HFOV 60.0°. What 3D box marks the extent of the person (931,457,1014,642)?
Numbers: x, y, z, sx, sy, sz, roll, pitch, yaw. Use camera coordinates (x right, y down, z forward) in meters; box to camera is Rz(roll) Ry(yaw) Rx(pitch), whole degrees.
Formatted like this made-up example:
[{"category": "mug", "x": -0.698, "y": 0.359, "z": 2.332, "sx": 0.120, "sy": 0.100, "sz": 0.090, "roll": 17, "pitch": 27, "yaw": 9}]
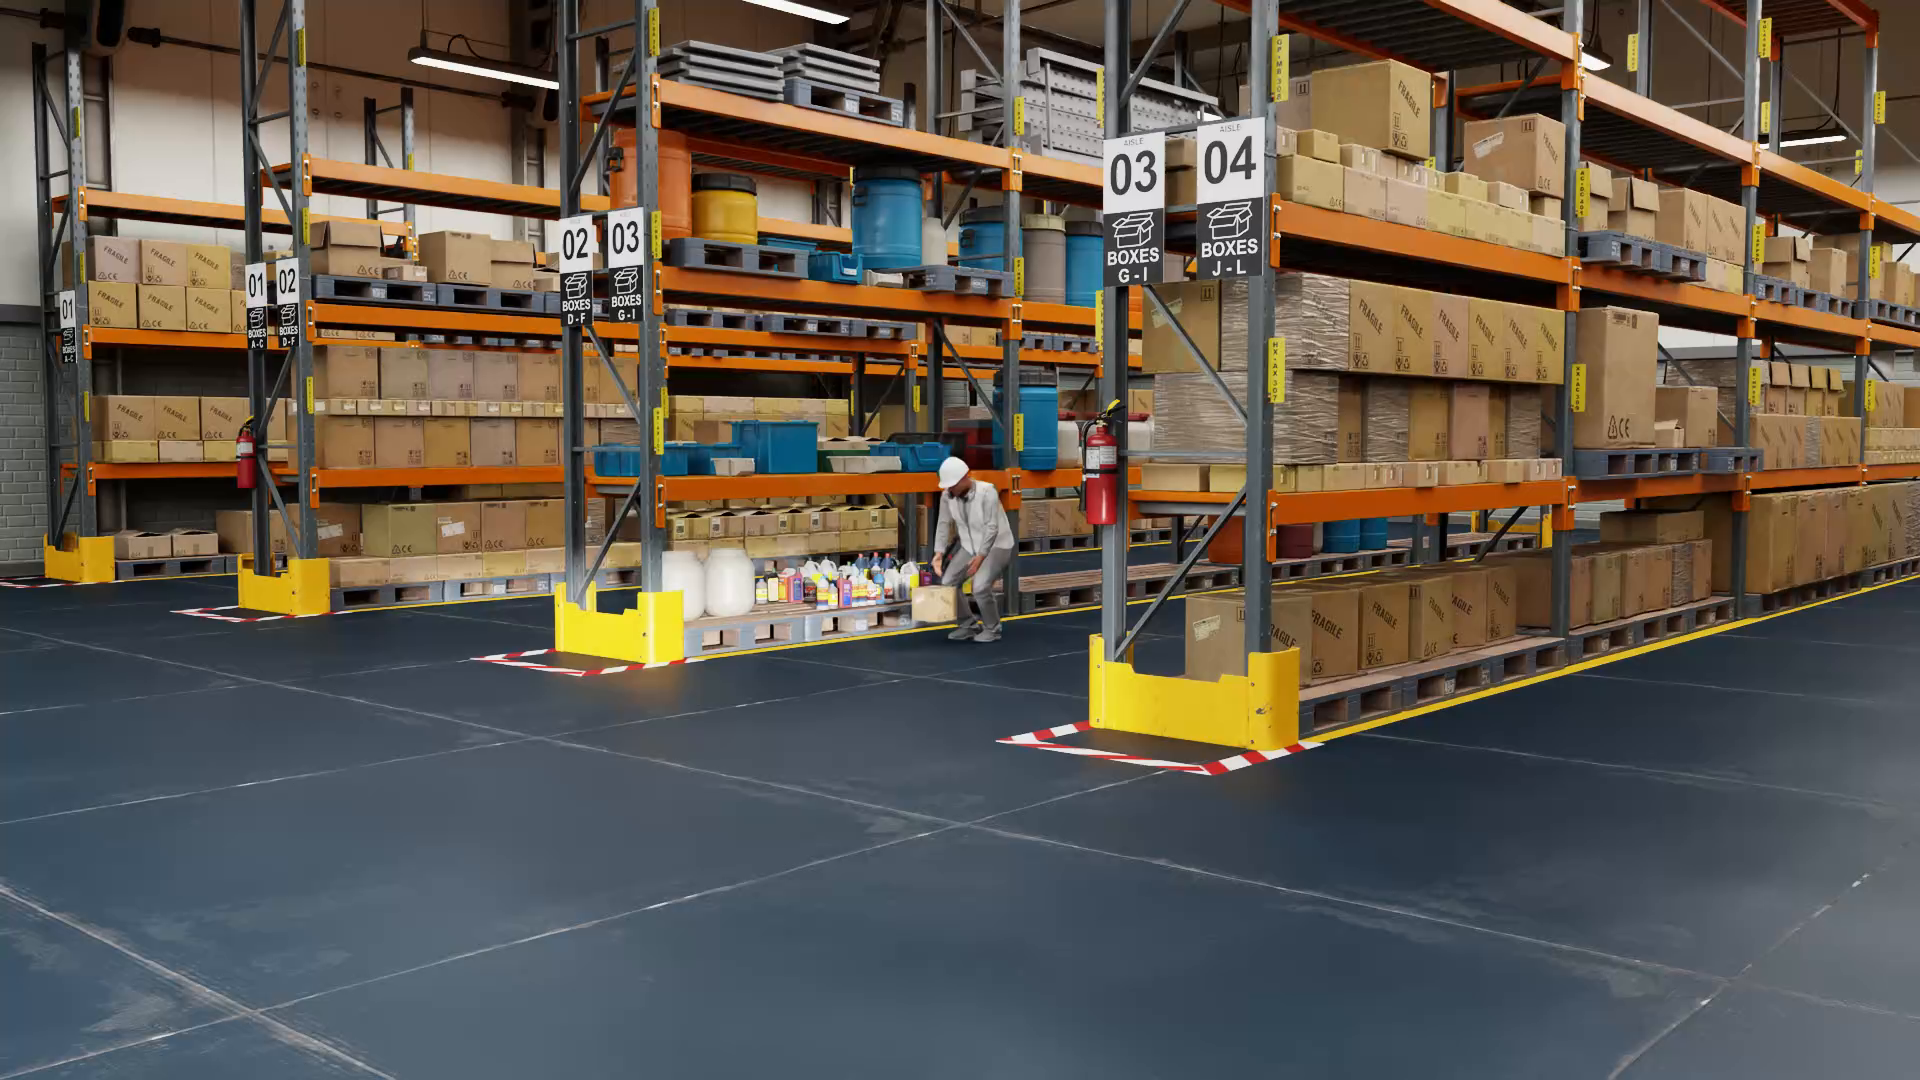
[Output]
[{"category": "person", "x": 0.109, "y": 0.073, "z": 13.003, "sx": 0.592, "sy": 1.450, "sz": 0.752, "roll": 3, "pitch": 5, "yaw": 41}]
